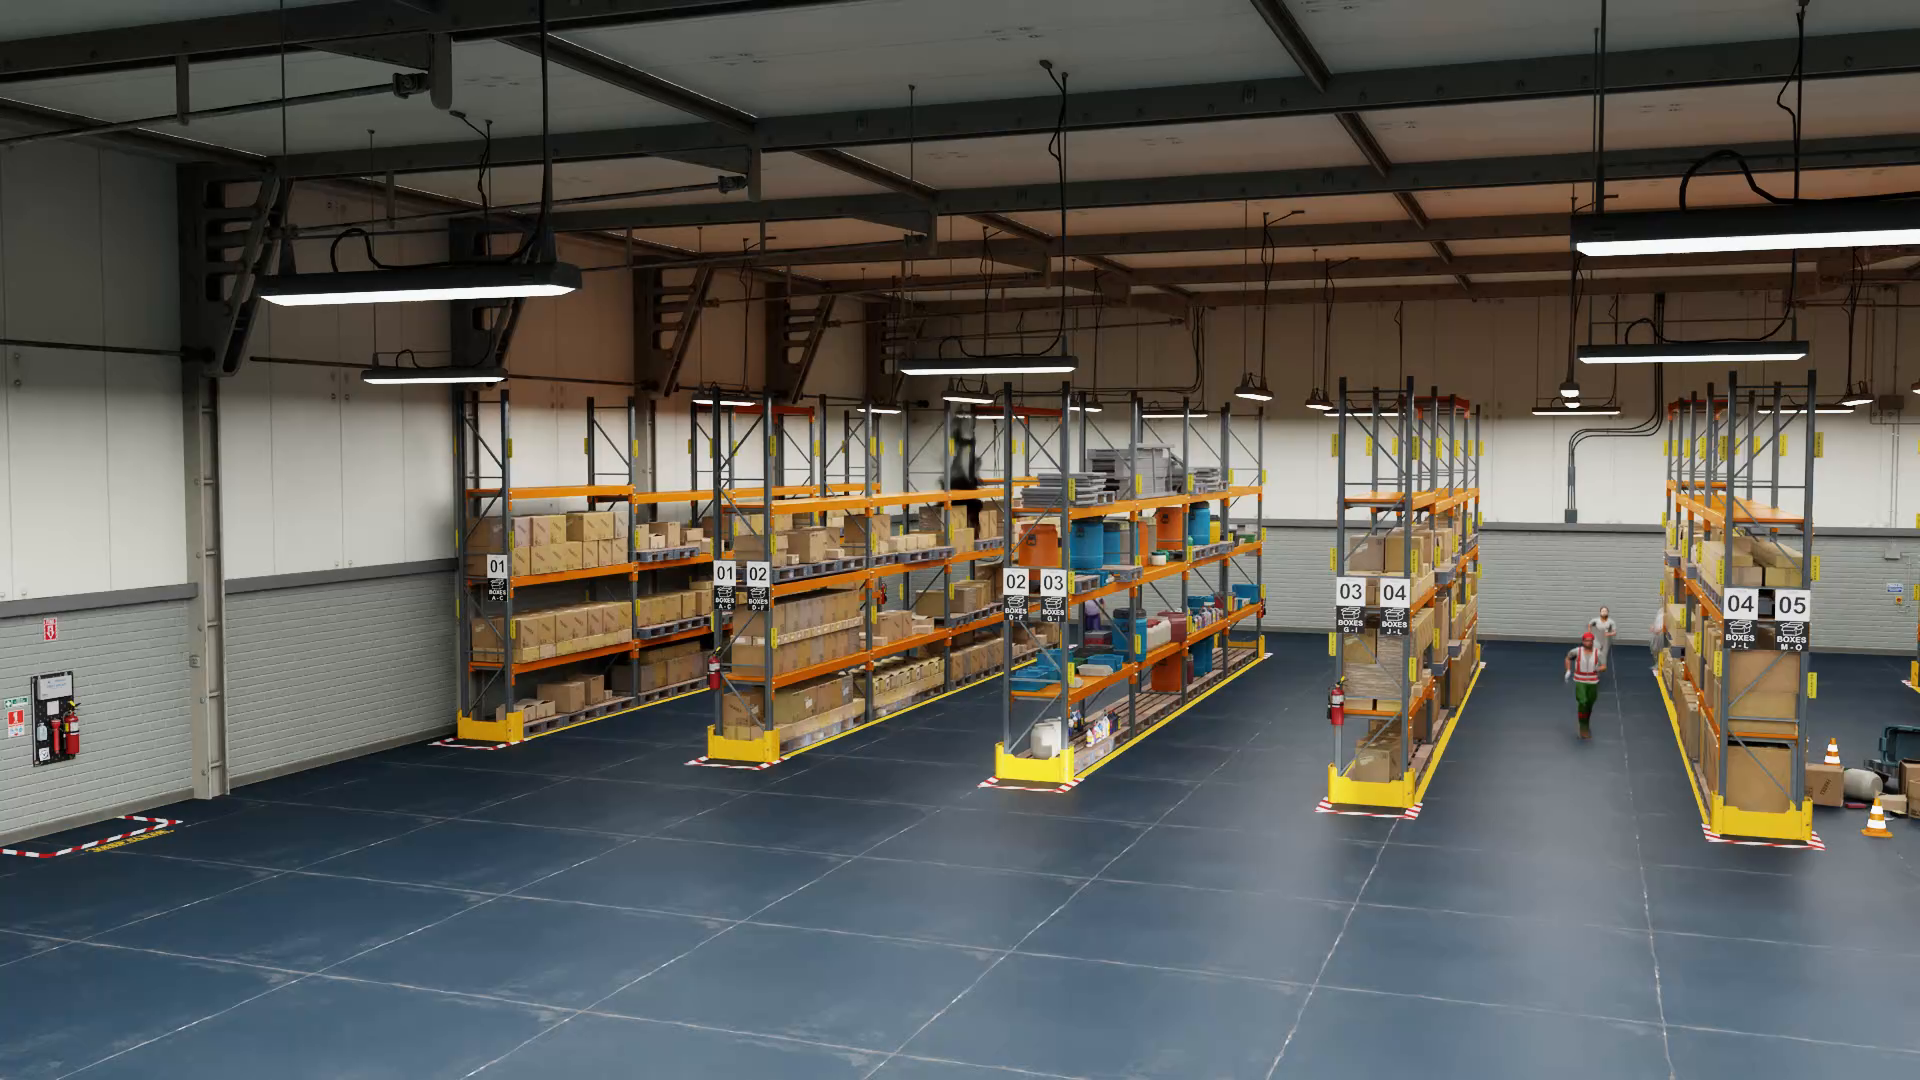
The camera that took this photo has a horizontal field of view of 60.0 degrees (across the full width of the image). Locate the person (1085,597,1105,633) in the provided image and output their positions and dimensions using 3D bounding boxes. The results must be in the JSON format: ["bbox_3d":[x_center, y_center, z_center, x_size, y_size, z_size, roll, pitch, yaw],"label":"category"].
[{"bbox_3d":[2.993,1.855,38.052,0.586,1.677,0.894,0,3,9],"label":"person"}]

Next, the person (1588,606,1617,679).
[{"bbox_3d":[13.642,2.227,35.321,0.566,1.645,0.621,1,3,18],"label":"person"}]

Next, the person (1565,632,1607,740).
[{"bbox_3d":[10.870,2.513,28.868,0.643,1.844,0.874,0,3,9],"label":"person"}]

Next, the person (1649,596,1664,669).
[{"bbox_3d":[15.927,2.083,37.540,0.569,1.732,0.711,0,3,3],"label":"person"}]
